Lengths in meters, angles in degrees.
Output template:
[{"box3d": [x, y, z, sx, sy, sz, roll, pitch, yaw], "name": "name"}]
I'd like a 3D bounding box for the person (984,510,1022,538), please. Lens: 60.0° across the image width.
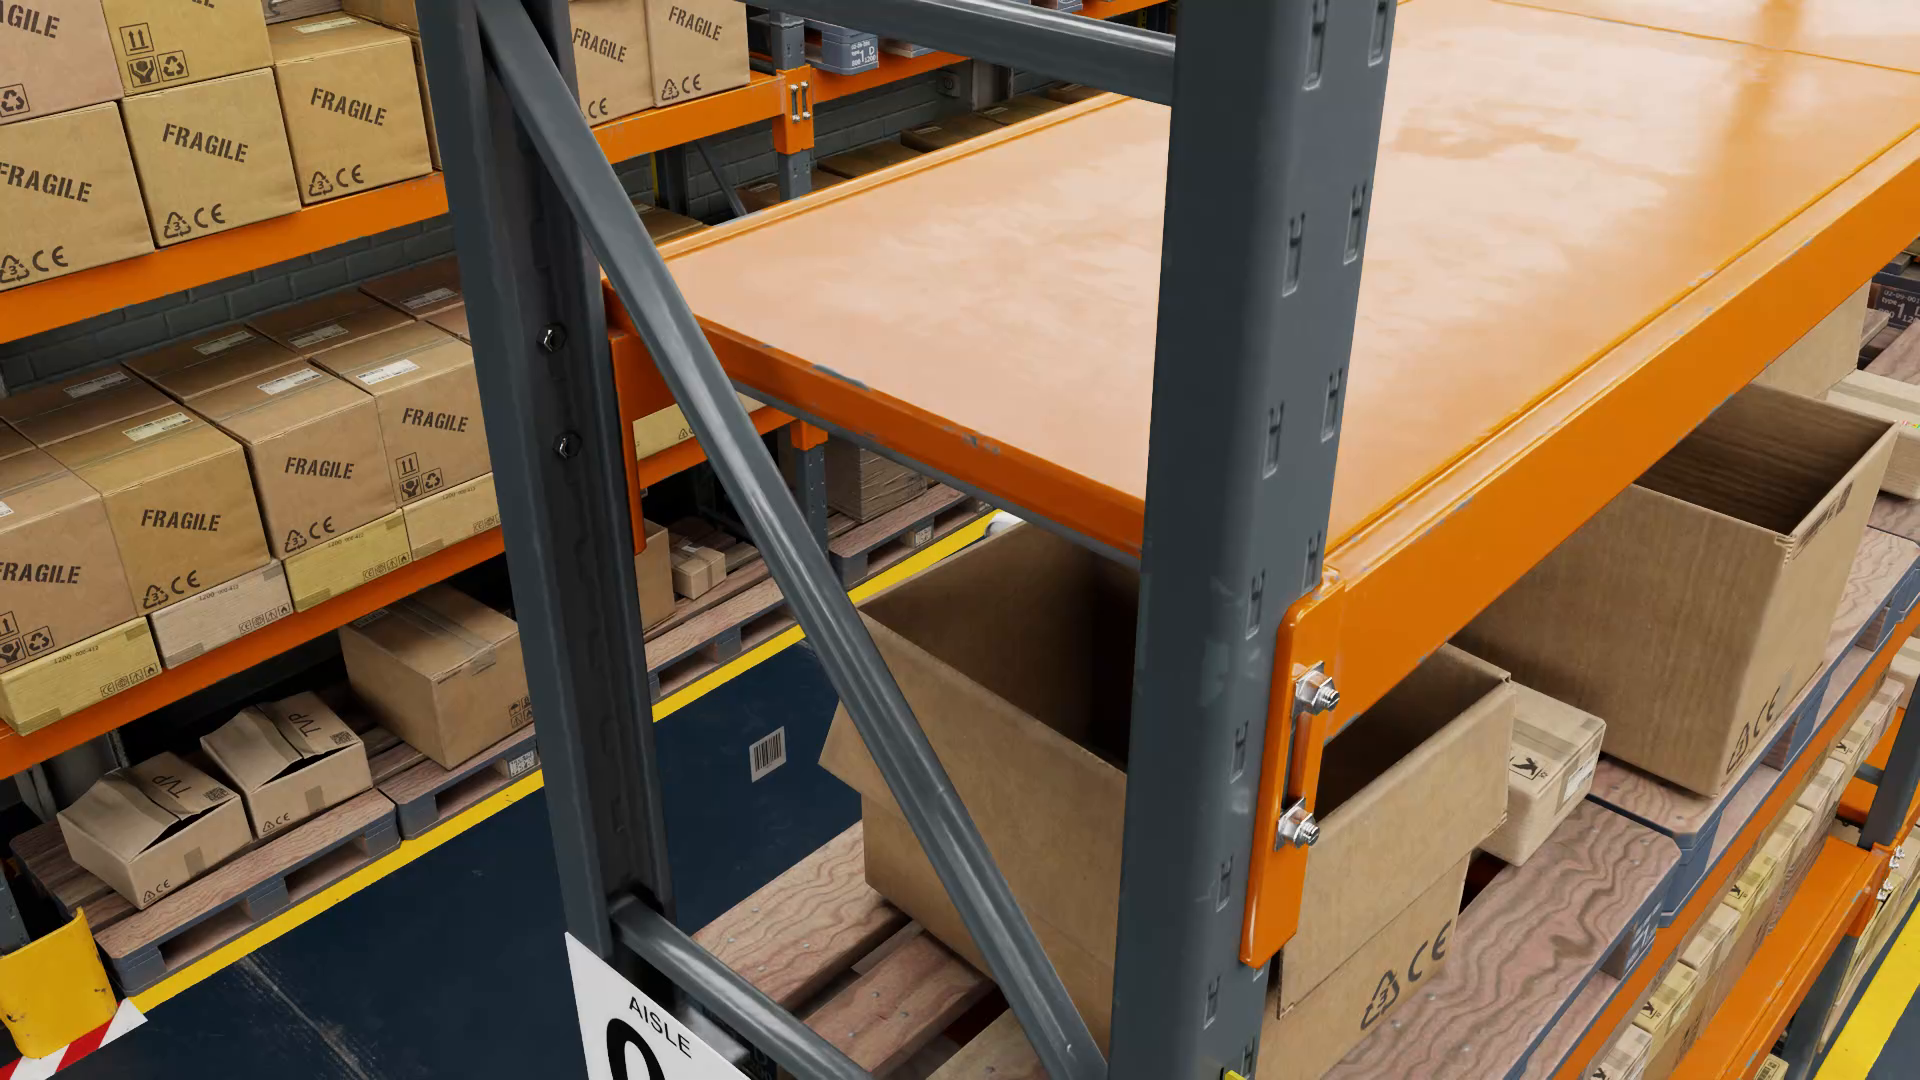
[{"box3d": [0.432, 0.419, 6.924, 0.575, 1.777, 0.487, 25, 39, 36], "name": "person"}]
